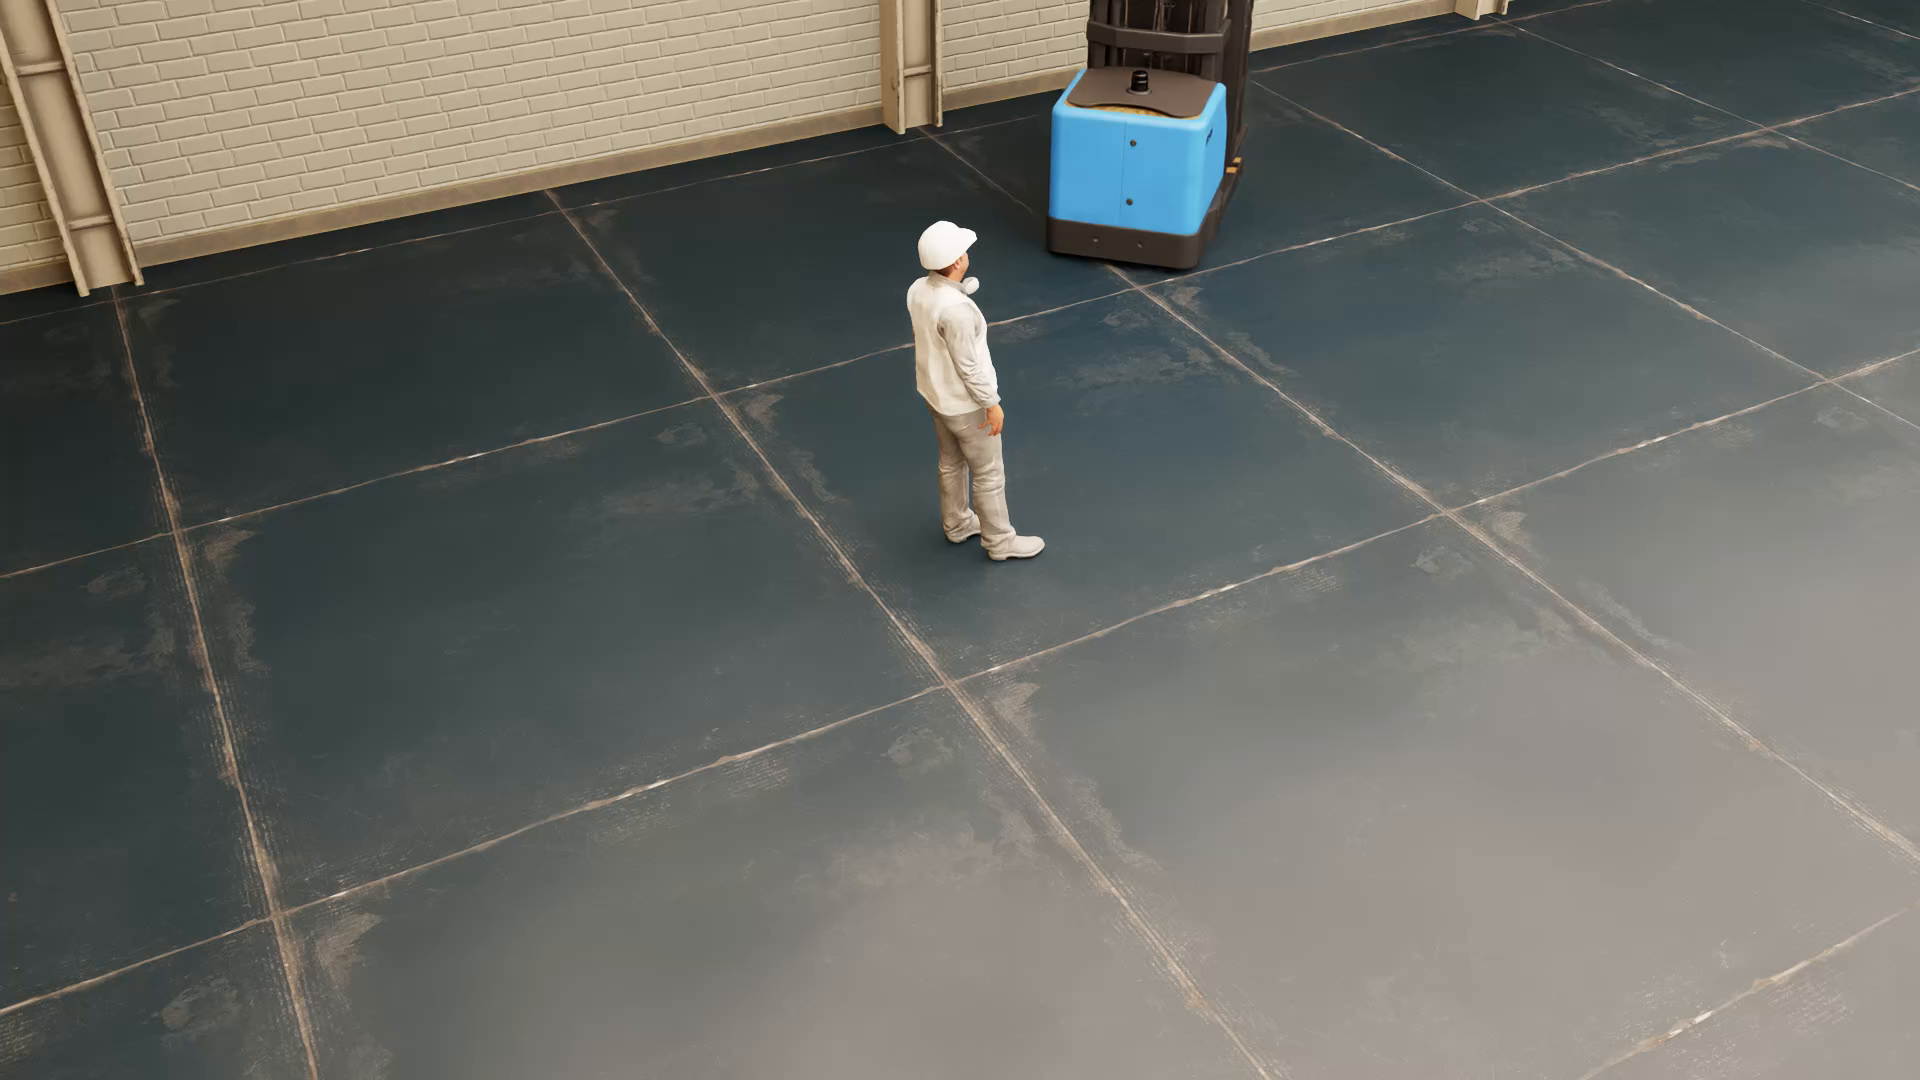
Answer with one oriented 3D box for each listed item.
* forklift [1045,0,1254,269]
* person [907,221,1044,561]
[{"bbox_3d":[1.507,-3.856,11.578,1.130,2.935,3.031,10,37,14],"label":"forklift"},{"bbox_3d":[0.058,-0.743,8.164,0.568,1.773,0.632,-17,39,-23],"label":"person"}]
